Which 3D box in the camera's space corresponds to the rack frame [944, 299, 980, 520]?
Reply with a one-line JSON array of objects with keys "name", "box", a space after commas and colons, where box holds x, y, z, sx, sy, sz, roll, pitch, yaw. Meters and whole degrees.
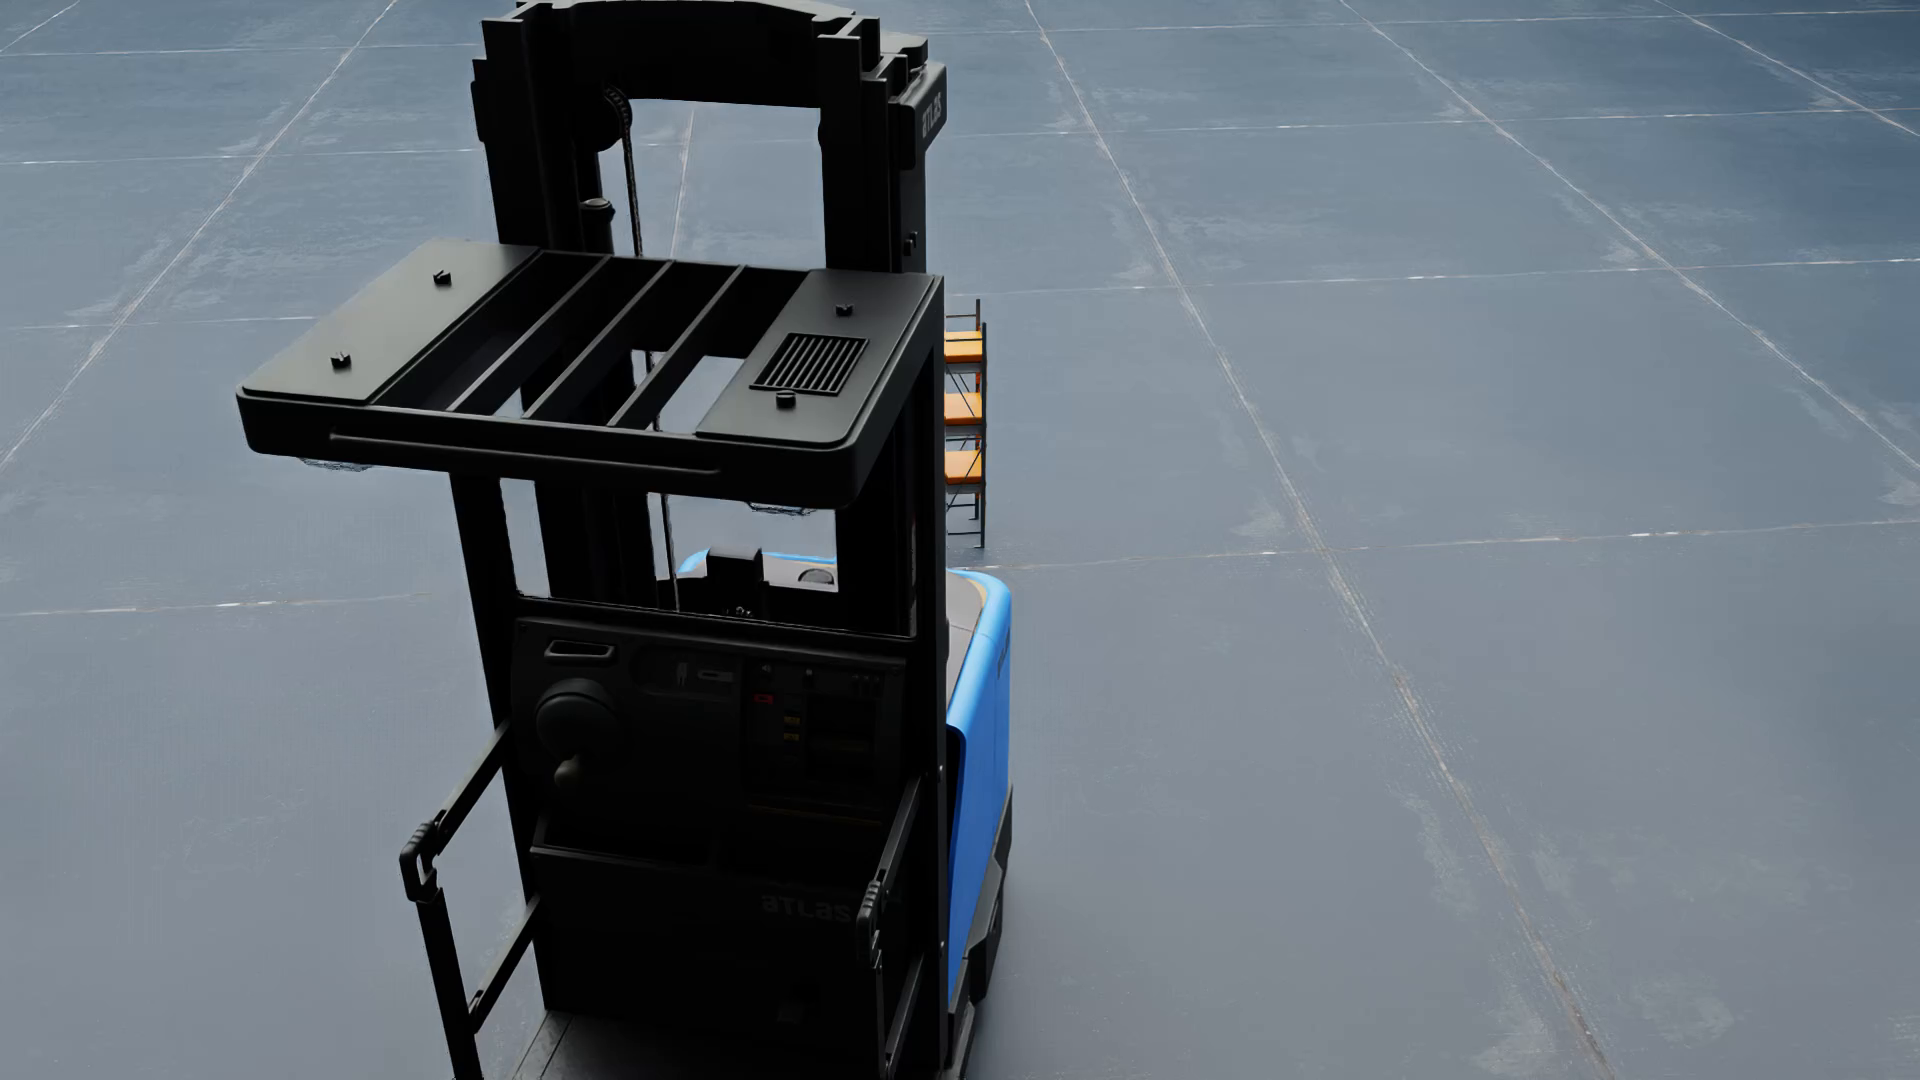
[{"name": "rack frame", "box": [-0.016, -0.540, 7.131, 0.200, 1.050, 0.008, -3, 31, -5]}]

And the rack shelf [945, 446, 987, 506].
[{"name": "rack shelf", "box": [-0.005, -0.230, 7.174, 0.215, 0.259, 0.240, -3, 31, -5]}]

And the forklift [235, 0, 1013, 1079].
[{"name": "forklift", "box": [-0.621, 0.459, 3.624, 1.130, 2.935, 3.031, 6, 31, 10]}]

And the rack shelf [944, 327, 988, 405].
[{"name": "rack shelf", "box": [-0.005, -0.713, 6.886, 0.215, 0.259, 0.240, -3, 31, -5]}]

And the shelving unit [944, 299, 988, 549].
[{"name": "shelving unit", "box": [-0.005, -0.478, 7.027, 0.215, 1.050, 0.252, -3, 31, -5]}]

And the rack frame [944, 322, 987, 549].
[{"name": "rack frame", "box": [0.006, -0.416, 6.922, 0.200, 1.050, 0.008, -3, 31, -5]}]

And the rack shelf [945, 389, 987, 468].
[{"name": "rack shelf", "box": [-0.005, -0.469, 7.032, 0.215, 0.259, 0.240, -3, 31, -5]}]
